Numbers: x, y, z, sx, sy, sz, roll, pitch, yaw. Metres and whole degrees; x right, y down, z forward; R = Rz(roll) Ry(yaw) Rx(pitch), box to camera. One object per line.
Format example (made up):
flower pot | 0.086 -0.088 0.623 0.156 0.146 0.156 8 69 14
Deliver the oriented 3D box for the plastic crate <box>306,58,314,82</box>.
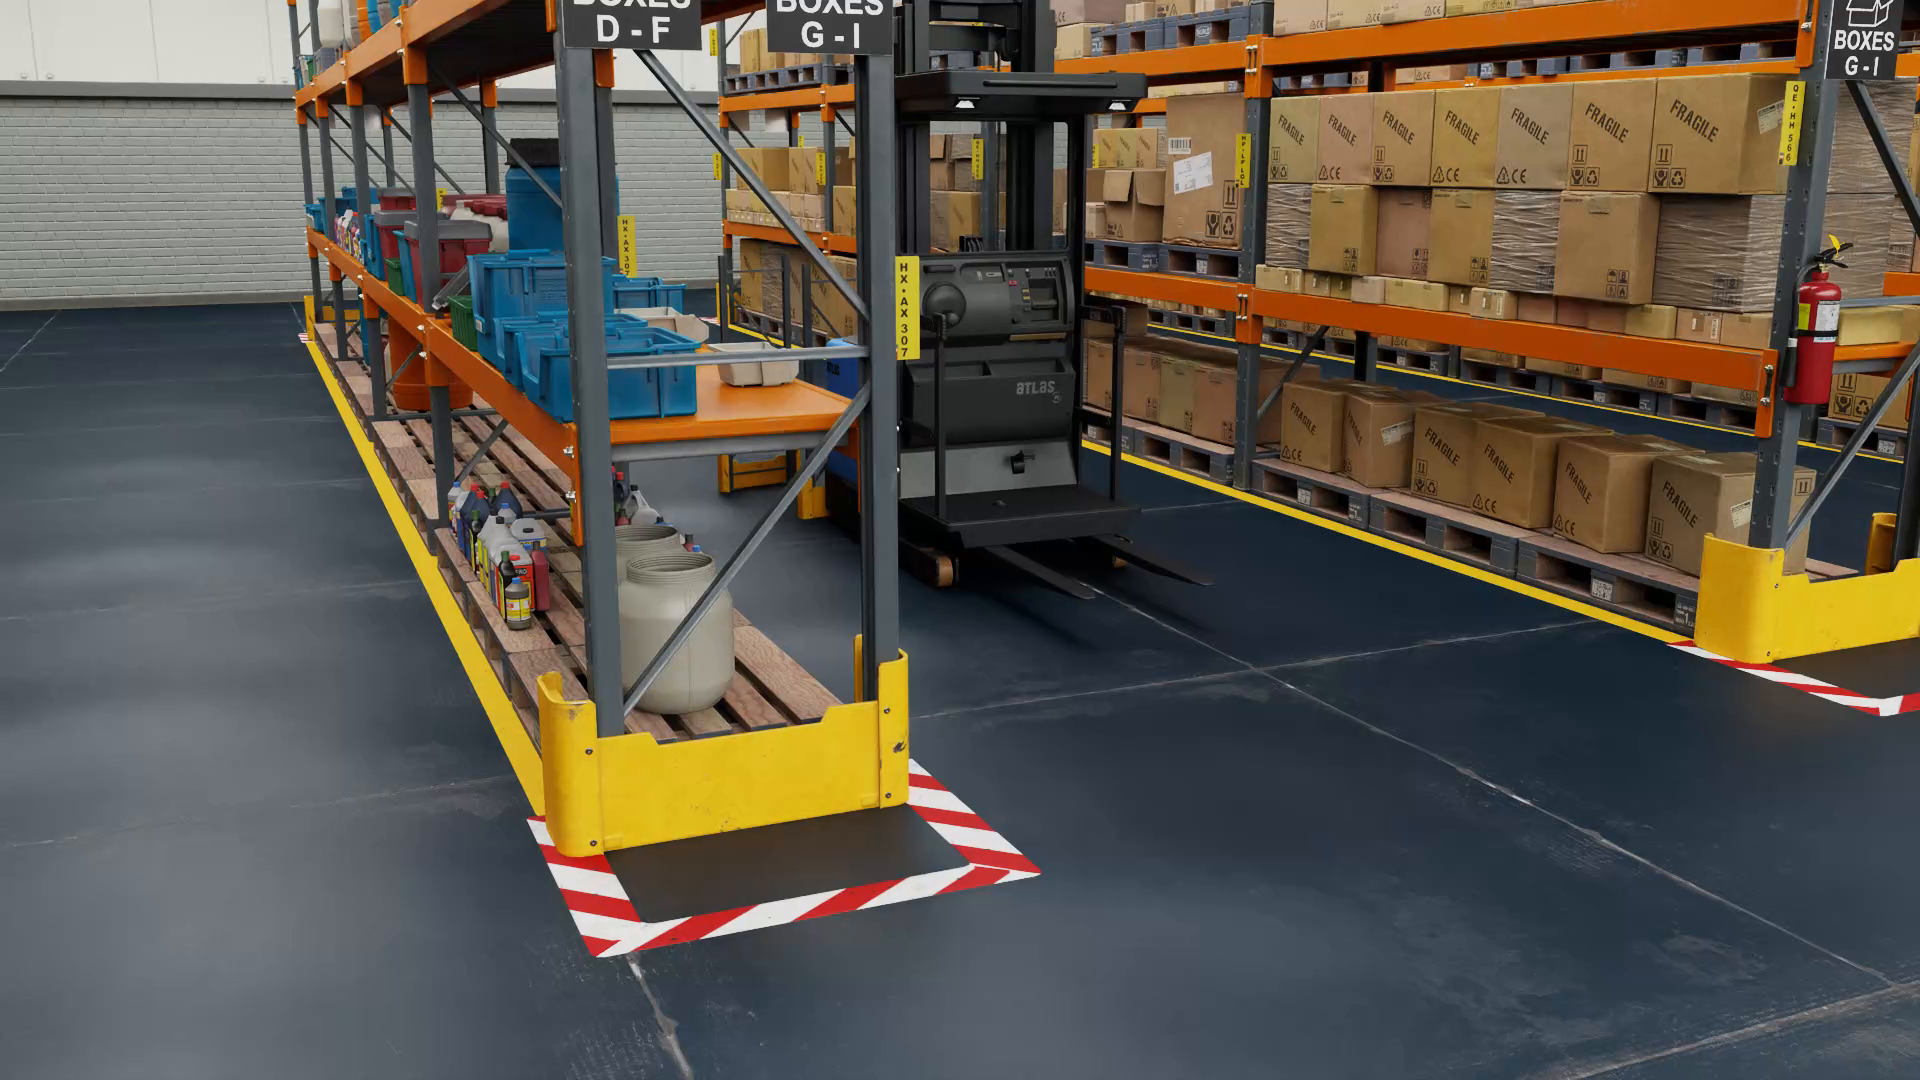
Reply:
plastic crate | -5.936 -4.451 15.767 0.450 0.188 0.662 -6 14 -23

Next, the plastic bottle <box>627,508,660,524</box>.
plastic bottle | -1.495 -0.020 7.868 0.152 0.276 0.135 -5 14 -22

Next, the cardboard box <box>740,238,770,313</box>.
cardboard box | -2.223 -3.351 20.976 0.875 0.875 0.875 -6 14 -23

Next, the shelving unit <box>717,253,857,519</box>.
shelving unit | -1.011 -0.990 10.319 0.587 1.500 1.083 -9 16 -35

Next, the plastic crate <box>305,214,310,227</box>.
plastic crate | -7.241 -3.605 18.747 0.250 0.136 0.298 -6 14 -23

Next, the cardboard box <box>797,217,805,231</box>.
cardboard box | -1.579 -3.497 18.385 0.380 0.149 0.250 -6 14 -24

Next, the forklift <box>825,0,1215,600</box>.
forklift | 0.249 -1.298 8.476 1.130 2.935 3.031 -6 14 -23

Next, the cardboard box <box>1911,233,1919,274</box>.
cardboard box | 7.239 -2.141 11.634 0.875 0.550 0.550 -6 14 -23

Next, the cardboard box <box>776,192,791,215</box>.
cardboard box | -1.782 -3.832 18.945 0.500 0.250 0.500 -5 14 -22

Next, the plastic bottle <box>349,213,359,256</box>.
plastic bottle | -4.923 -2.500 13.629 0.144 0.351 0.185 -6 14 -23

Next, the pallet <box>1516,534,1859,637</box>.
pallet | 3.533 0.171 8.163 1.003 0.211 1.213 -6 14 -23

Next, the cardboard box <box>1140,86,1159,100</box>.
cardboard box | 2.600 -5.684 20.956 0.500 0.250 0.500 -6 14 -23

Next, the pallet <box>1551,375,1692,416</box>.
pallet | 5.968 -1.301 14.522 1.003 0.211 1.213 -6 14 -23

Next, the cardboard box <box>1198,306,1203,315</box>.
cardboard box | 3.138 -2.834 20.355 0.380 0.149 0.250 -5 14 -21

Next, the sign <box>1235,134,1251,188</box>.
sign | 1.747 -2.340 10.262 0.100 0.325 0.005 -6 14 -23

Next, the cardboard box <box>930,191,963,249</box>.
cardboard box | 0.032 -2.885 14.963 0.500 0.500 0.500 -6 14 -23

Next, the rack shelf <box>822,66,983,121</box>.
rack shelf | -0.150 -4.178 15.711 1.077 0.370 4.000 -6 14 -23

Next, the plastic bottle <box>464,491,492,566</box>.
plastic bottle | -2.266 -0.060 7.877 0.144 0.351 0.185 -6 14 -25

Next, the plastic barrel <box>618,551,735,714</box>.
plastic barrel | -1.016 0.325 5.899 0.421 0.512 0.421 0 13 0

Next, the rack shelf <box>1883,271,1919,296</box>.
rack shelf | 7.640 -1.491 10.754 1.077 0.370 4.000 -6 14 -23

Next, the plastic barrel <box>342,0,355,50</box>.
plastic barrel | -4.043 -3.630 11.502 0.421 0.512 0.421 0 13 0

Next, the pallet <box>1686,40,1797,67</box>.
pallet | 6.427 -3.807 12.940 0.805 0.209 1.217 -6 14 -25

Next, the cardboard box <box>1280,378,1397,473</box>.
cardboard box | 2.377 -0.728 10.474 0.500 0.500 0.500 -6 14 -25

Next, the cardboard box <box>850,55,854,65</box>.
cardboard box | -0.709 -5.076 16.843 0.700 0.500 0.500 -5 14 -22

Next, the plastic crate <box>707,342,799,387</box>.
plastic crate | -0.746 -0.639 6.063 0.298 0.136 0.250 -6 14 -23

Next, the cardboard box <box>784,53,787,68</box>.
cardboard box | -1.610 -5.632 19.024 0.700 0.500 0.500 -5 14 -20

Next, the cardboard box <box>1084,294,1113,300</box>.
cardboard box | 0.947 -1.880 13.744 0.500 0.250 0.500 -5 14 -21

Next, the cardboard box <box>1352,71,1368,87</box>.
cardboard box | 4.366 -4.892 16.979 0.500 0.500 0.500 -6 14 -23

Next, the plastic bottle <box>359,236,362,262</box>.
plastic bottle | -4.532 -2.242 12.664 0.061 0.283 0.133 -6 14 -23

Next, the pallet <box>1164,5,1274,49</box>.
pallet | 2.104 -3.334 10.888 1.213 0.211 1.003 -6 14 -23

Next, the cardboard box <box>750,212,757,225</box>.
cardboard box | -2.300 -3.869 19.990 0.380 0.149 0.250 -6 14 -24

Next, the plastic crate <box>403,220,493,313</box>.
plastic crate | -2.759 -1.483 8.985 0.402 0.464 0.583 -6 14 -23

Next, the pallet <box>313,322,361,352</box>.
pallet | -6.797 -2.327 18.954 1.003 0.211 1.213 -6 14 -23

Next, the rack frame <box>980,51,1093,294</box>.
rack frame | 0.652 -2.654 14.183 1.000 3.000 0.127 -6 14 -23

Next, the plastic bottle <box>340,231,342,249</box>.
plastic bottle | -5.446 -2.684 14.753 0.097 0.201 0.097 0 13 0

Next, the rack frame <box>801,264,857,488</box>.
rack frame | -0.706 -0.895 9.912 0.500 1.500 0.032 -9 16 -35

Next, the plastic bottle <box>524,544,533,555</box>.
plastic bottle | -1.928 0.119 7.435 0.097 0.201 0.097 0 13 0

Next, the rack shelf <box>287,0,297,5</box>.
rack shelf | -6.290 -5.823 17.056 1.077 0.370 4.000 -6 14 -23

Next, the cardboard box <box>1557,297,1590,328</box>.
cardboard box | 3.158 -1.126 8.139 0.380 0.149 0.250 -6 14 -23

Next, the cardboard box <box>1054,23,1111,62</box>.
cardboard box | 1.027 -3.710 12.429 0.500 0.250 0.500 -5 14 -22

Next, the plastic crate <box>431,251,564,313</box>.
plastic crate | -2.191 -1.230 8.169 0.767 0.338 0.504 -6 14 -23

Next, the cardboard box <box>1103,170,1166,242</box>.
cardboard box | 1.475 -2.432 12.065 0.797 0.503 0.637 -4 14 -17

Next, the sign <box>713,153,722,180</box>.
sign | -3.064 -4.718 21.006 0.100 0.325 0.005 -6 14 -23

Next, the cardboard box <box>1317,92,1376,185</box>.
cardboard box | 2.403 -2.289 9.508 0.500 0.500 0.500 -6 14 -23

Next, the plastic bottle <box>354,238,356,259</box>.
plastic bottle | -4.796 -2.348 13.305 0.097 0.201 0.097 0 13 0

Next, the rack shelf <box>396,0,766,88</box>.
rack shelf | -1.483 -2.078 6.637 1.077 0.370 4.000 -6 14 -23

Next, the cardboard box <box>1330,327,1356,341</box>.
cardboard box | 4.302 -2.395 17.679 0.500 0.500 0.500 -6 14 -25

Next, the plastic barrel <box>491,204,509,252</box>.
plastic barrel | -2.467 -1.664 9.604 0.433 0.535 0.433 0 13 0

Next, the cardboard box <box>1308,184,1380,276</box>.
cardboard box | 2.545 -1.816 9.682 0.875 0.500 0.500 -6 14 -23

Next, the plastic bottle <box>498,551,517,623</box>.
plastic bottle | -1.883 0.193 6.931 0.061 0.283 0.133 -5 14 -22

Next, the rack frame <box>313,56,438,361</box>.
rack frame | -5.489 -3.033 15.821 1.000 3.000 0.127 -6 14 -23

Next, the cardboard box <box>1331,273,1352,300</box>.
cardboard box | 2.387 -1.480 9.671 0.380 0.149 0.250 -6 14 -23

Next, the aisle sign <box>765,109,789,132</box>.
aisle sign | -2.307 -5.615 21.212 0.394 0.787 0.004 -6 14 -23

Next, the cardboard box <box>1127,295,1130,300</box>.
cardboard box | 2.426 -3.208 21.969 0.380 0.149 0.250 -6 14 -23

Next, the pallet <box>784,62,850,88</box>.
pallet | -1.269 -5.068 18.160 1.003 0.211 1.213 -6 14 -23

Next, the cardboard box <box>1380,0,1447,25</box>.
cardboard box | 2.605 -2.887 8.871 0.500 0.250 0.500 -6 14 -25

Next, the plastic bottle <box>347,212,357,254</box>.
plastic bottle | -5.051 -2.566 13.913 0.144 0.351 0.185 -6 14 -23
